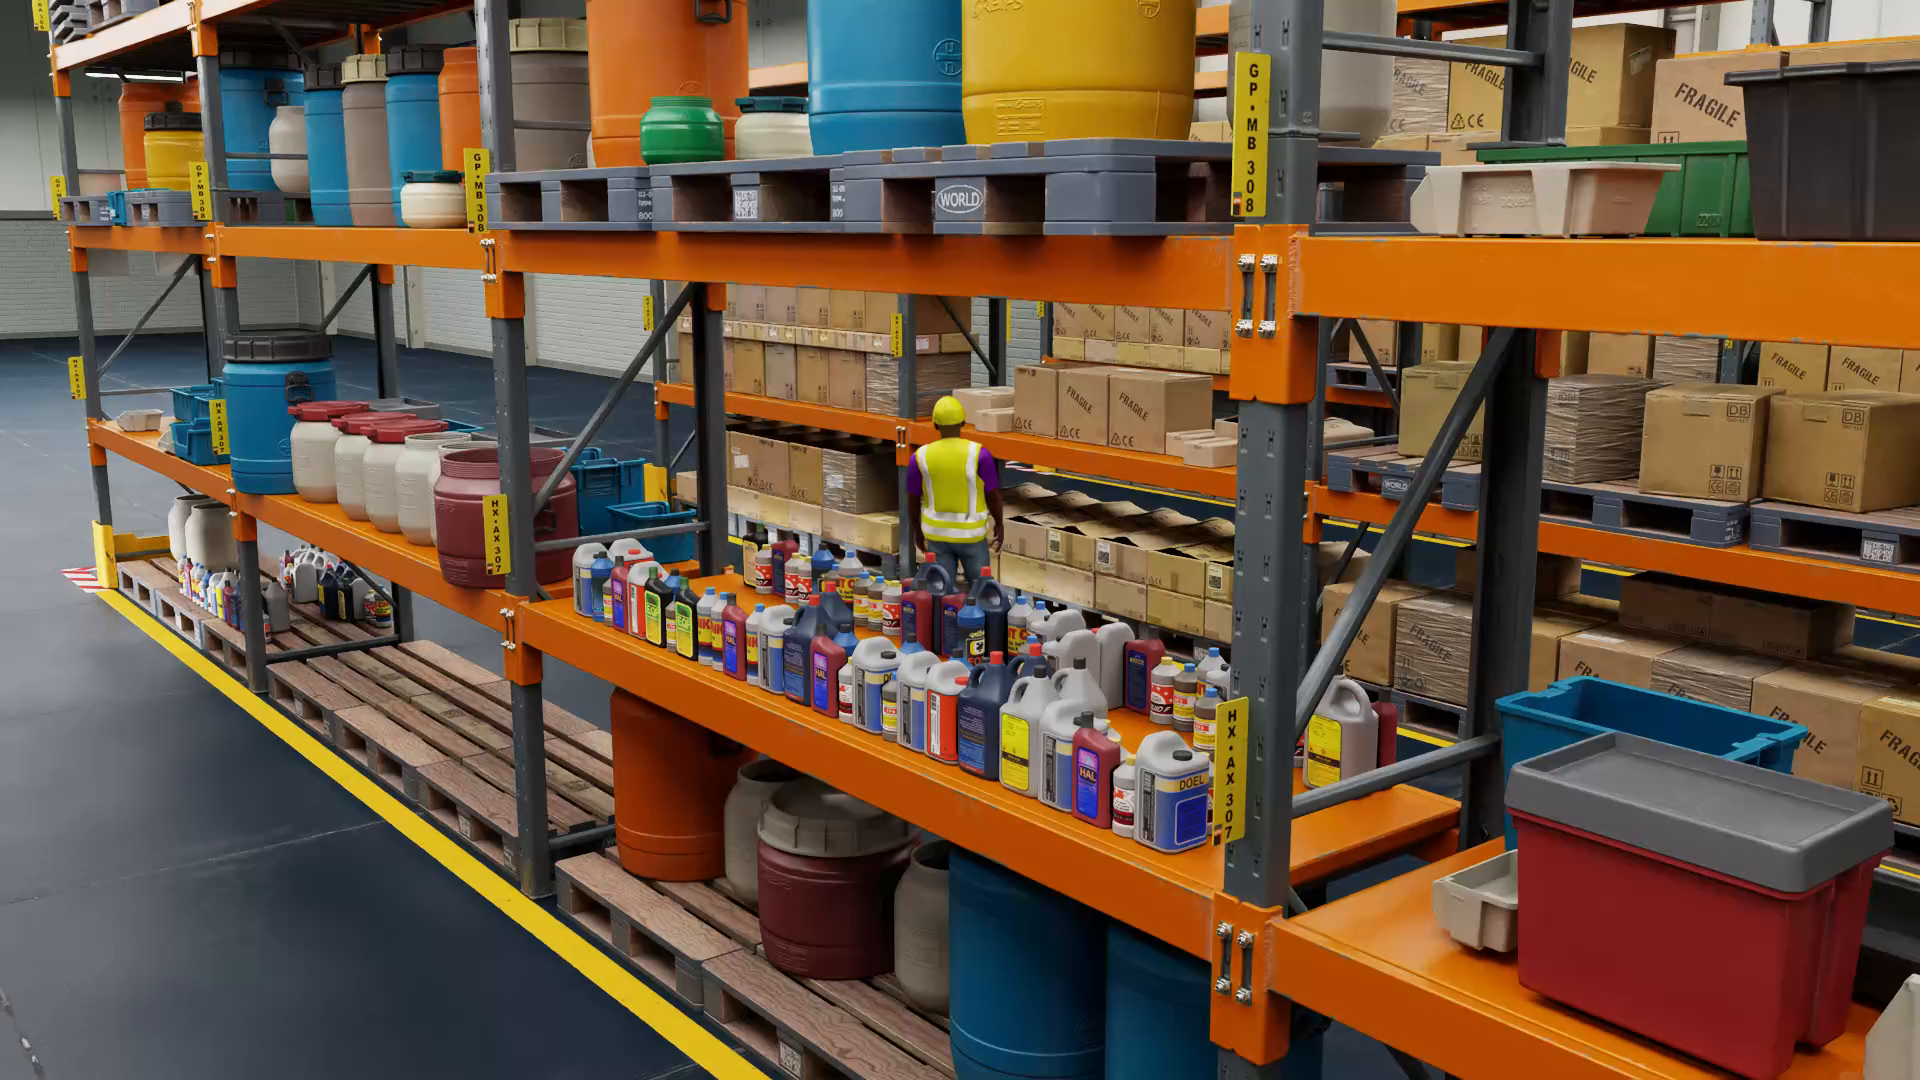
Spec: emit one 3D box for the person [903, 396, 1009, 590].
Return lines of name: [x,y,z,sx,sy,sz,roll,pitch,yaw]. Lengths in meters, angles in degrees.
person: [-0.007,-0.048,10.569,0.656,1.766,0.576,2,11,9]
